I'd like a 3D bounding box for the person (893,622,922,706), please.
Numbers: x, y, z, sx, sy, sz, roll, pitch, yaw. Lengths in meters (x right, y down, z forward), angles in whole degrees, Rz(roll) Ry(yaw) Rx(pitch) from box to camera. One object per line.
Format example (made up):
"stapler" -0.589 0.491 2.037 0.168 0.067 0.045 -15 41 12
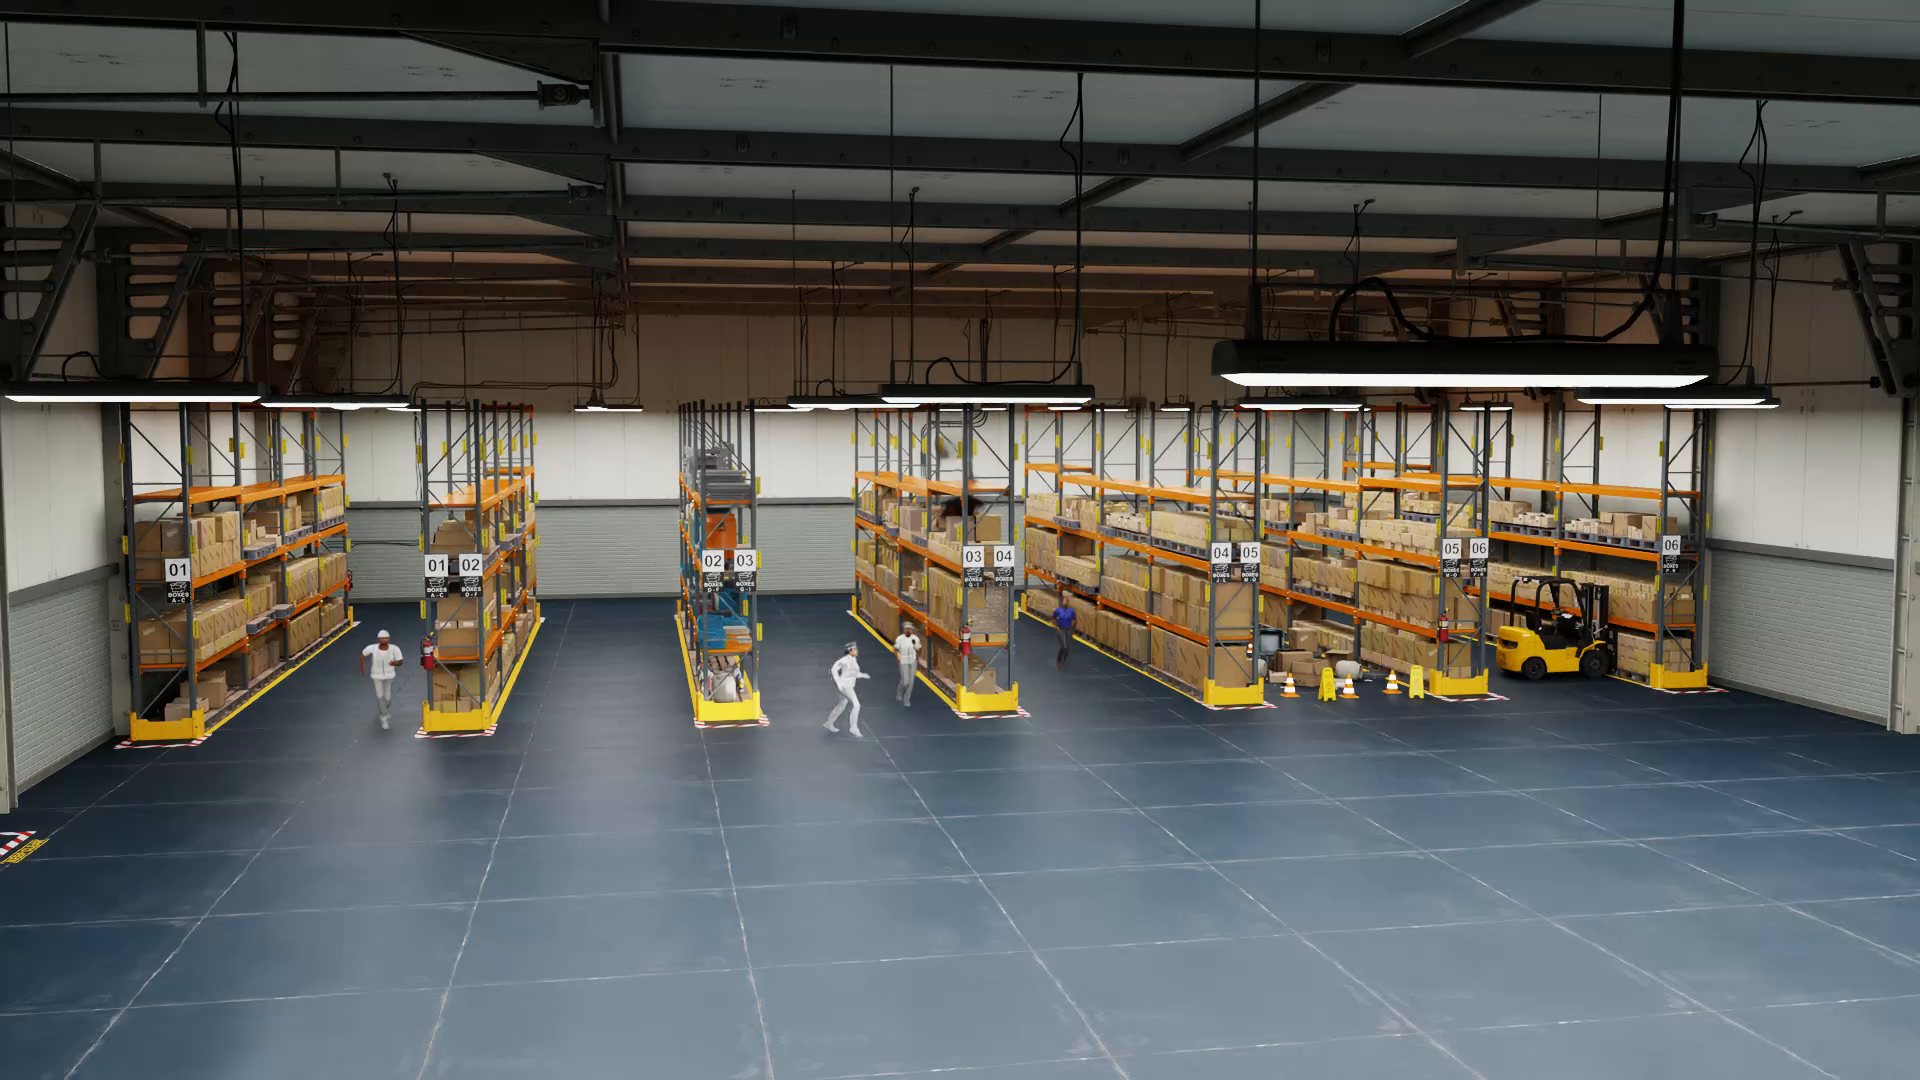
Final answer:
"person" -1.012 2.429 32.705 0.565 1.670 0.568 -1 4 -11

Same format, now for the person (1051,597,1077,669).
"person" 2.373 2.092 37.325 0.554 1.633 0.632 -1 4 -12

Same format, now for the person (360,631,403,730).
"person" -10.612 2.551 30.574 0.716 1.780 0.989 -2 5 -26

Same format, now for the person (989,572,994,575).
"person" 0.793 1.317 47.492 0.657 1.714 0.764 0 4 -5

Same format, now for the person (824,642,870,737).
"person" -2.025 2.666 29.642 0.851 1.738 0.545 1 4 11
